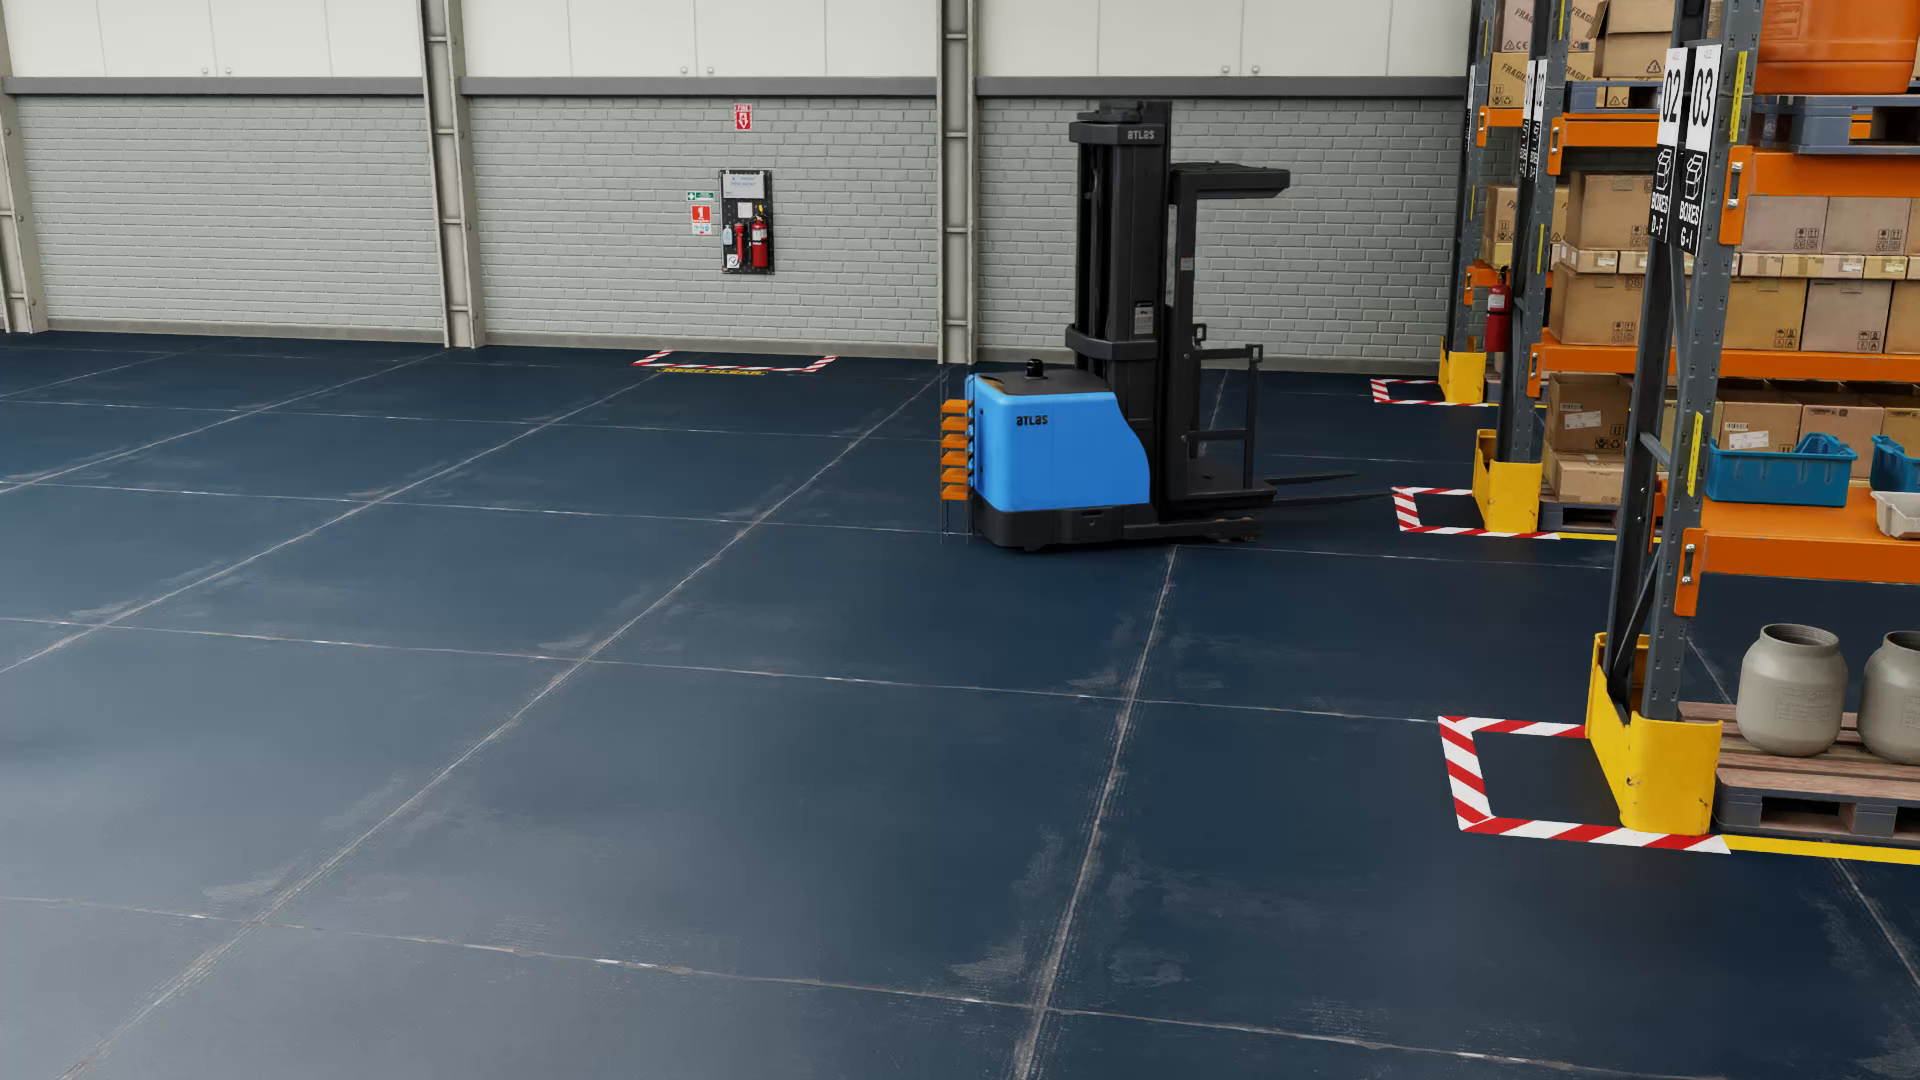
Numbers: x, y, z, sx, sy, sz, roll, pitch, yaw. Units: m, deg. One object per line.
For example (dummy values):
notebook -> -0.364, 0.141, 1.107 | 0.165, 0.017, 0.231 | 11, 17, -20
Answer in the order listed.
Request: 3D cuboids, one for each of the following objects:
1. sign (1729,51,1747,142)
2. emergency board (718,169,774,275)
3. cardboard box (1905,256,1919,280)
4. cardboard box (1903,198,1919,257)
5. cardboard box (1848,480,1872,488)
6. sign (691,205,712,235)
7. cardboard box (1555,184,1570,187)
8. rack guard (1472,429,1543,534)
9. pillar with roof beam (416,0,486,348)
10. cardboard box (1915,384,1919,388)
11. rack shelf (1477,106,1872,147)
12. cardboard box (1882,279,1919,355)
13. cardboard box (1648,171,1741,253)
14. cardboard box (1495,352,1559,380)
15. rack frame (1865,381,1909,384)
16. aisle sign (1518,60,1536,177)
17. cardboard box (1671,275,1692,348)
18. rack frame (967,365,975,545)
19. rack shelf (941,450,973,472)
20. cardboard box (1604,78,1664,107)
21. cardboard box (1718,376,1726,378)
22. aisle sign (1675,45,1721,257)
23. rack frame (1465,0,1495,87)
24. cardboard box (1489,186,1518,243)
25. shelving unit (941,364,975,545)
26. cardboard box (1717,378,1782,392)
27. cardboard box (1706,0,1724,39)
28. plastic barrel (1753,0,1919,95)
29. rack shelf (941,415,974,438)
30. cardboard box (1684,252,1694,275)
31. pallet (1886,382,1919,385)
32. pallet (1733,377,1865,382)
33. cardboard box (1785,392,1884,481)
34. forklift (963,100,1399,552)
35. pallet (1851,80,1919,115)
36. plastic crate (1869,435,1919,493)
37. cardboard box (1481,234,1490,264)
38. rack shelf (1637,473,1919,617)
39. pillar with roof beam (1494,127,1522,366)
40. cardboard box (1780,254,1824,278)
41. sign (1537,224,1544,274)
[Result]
sign -> 2.907, -1.656, 6.216 | 0.005, 0.325, 0.100 | 3, 16, 11
emergency board -> -2.440, -3.591, 18.837 | 0.643, 1.169, 0.194 | 3, 16, 11
cardboard box -> 6.379, -1.820, 11.040 | 0.250, 0.149, 0.380 | 4, 16, 13
cardboard box -> 6.510, -2.181, 11.130 | 0.500, 0.500, 0.700 | 3, 16, 11
cardboard box -> 5.963, -0.356, 11.521 | 0.500, 0.250, 0.500 | 3, 16, 11
sign -> -2.961, -3.665, 19.036 | 0.234, 0.329, 0.001 | 3, 16, 11
cardboard box -> 5.991, -3.241, 16.413 | 0.500, 0.500, 0.500 | 3, 16, 12
rack guard -> 3.988, -0.442, 12.151 | 0.348, 0.500, 1.175 | 3, 16, 11
pillar with roof beam -> -6.763, -5.534, 14.612 | 0.400, 9.000, 9.100 | 3, 16, 11
cardboard box -> 7.048, -0.802, 11.729 | 0.500, 0.500, 0.500 | 3, 16, 11
rack shelf -> 6.955, -3.934, 15.803 | 4.000, 0.370, 1.077 | 3, 16, 11
cardboard box -> 6.487, -1.557, 11.306 | 0.500, 0.500, 0.700 | 3, 16, 12
cardboard box -> 5.035, -2.261, 11.419 | 0.500, 0.500, 0.700 | 3, 16, 10
cardboard box -> 5.655, -1.797, 16.574 | 0.500, 0.311, 0.500 | 1, 16, 5
rack frame -> 8.915, -2.729, 15.724 | 0.127, 3.000, 1.000 | 3, 16, 11
aisle sign -> 4.006, -2.979, 11.756 | 0.004, 0.787, 0.394 | 3, 16, 11
cardboard box -> 4.982, -1.639, 11.602 | 0.500, 0.500, 0.700 | 4, 16, 13
rack frame -> 0.074, -0.575, 11.318 | 0.006, 1.200, 0.240 | 3, 16, 10
rack shelf -> -0.016, -0.536, 11.346 | 0.180, 0.103, 0.258 | 3, 16, 10
cardboard box -> 6.302, -4.297, 15.542 | 0.500, 0.500, 0.500 | 4, 16, 14
cardboard box -> 7.352, -1.657, 16.372 | 0.250, 0.149, 0.380 | 2, 16, 7
aisle sign -> 2.892, -1.530, 6.526 | 0.004, 0.787, 0.394 | 3, 16, 11
rack frame -> 4.995, -5.833, 15.691 | 0.127, 3.000, 1.000 | 3, 16, 11
cardboard box -> 5.403, -3.136, 16.034 | 0.500, 0.500, 0.500 | 3, 16, 11
shelving unit -> -0.016, -0.579, 11.334 | 0.189, 1.200, 0.258 | 3, 16, 10
cardboard box -> 5.580, -0.884, 12.024 | 0.500, 0.500, 0.500 | 3, 16, 11
cardboard box -> 6.977, -4.885, 15.792 | 0.500, 0.500, 0.500 | 3, 16, 11
plastic barrel -> 3.523, -2.212, 6.649 | 0.708, 0.830, 0.600 | 3, 16, 11
rack shelf -> -0.016, -0.768, 11.282 | 0.180, 0.103, 0.258 | 3, 16, 10
cardboard box -> 4.857, -1.902, 11.337 | 0.250, 0.149, 0.380 | 3, 16, 11
pallet -> 9.678, -1.344, 15.948 | 1.213, 0.211, 1.003 | 3, 16, 11
pallet -> 8.250, -1.411, 16.192 | 1.213, 0.211, 1.003 | 3, 16, 11
cardboard box -> 5.962, -0.717, 11.420 | 0.500, 0.500, 0.500 | 3, 16, 11
forklift -> 1.593, -1.525, 11.506 | 3.031, 2.935, 1.130 | -4, 16, -14
pallet -> 5.899, -2.940, 11.032 | 1.213, 0.211, 1.003 | 3, 16, 11
plastic crate -> 4.206, -0.294, 7.212 | 0.408, 0.251, 0.499 | 3, 16, 11
cardboard box -> 5.492, -2.905, 16.603 | 0.500, 0.250, 0.500 | 3, 16, 12
rack shelf -> 4.981, 0.103, 6.848 | 4.000, 0.370, 1.077 | 3, 16, 11
pillar with roof beam -> 4.996, -4.895, 12.308 | 0.400, 9.000, 9.100 | 3, 16, 11
cardboard box -> 5.616, -1.861, 11.189 | 0.250, 0.149, 0.380 | 3, 16, 10
sign -> 3.895, -1.956, 11.164 | 0.005, 0.325, 0.100 | 3, 16, 11
